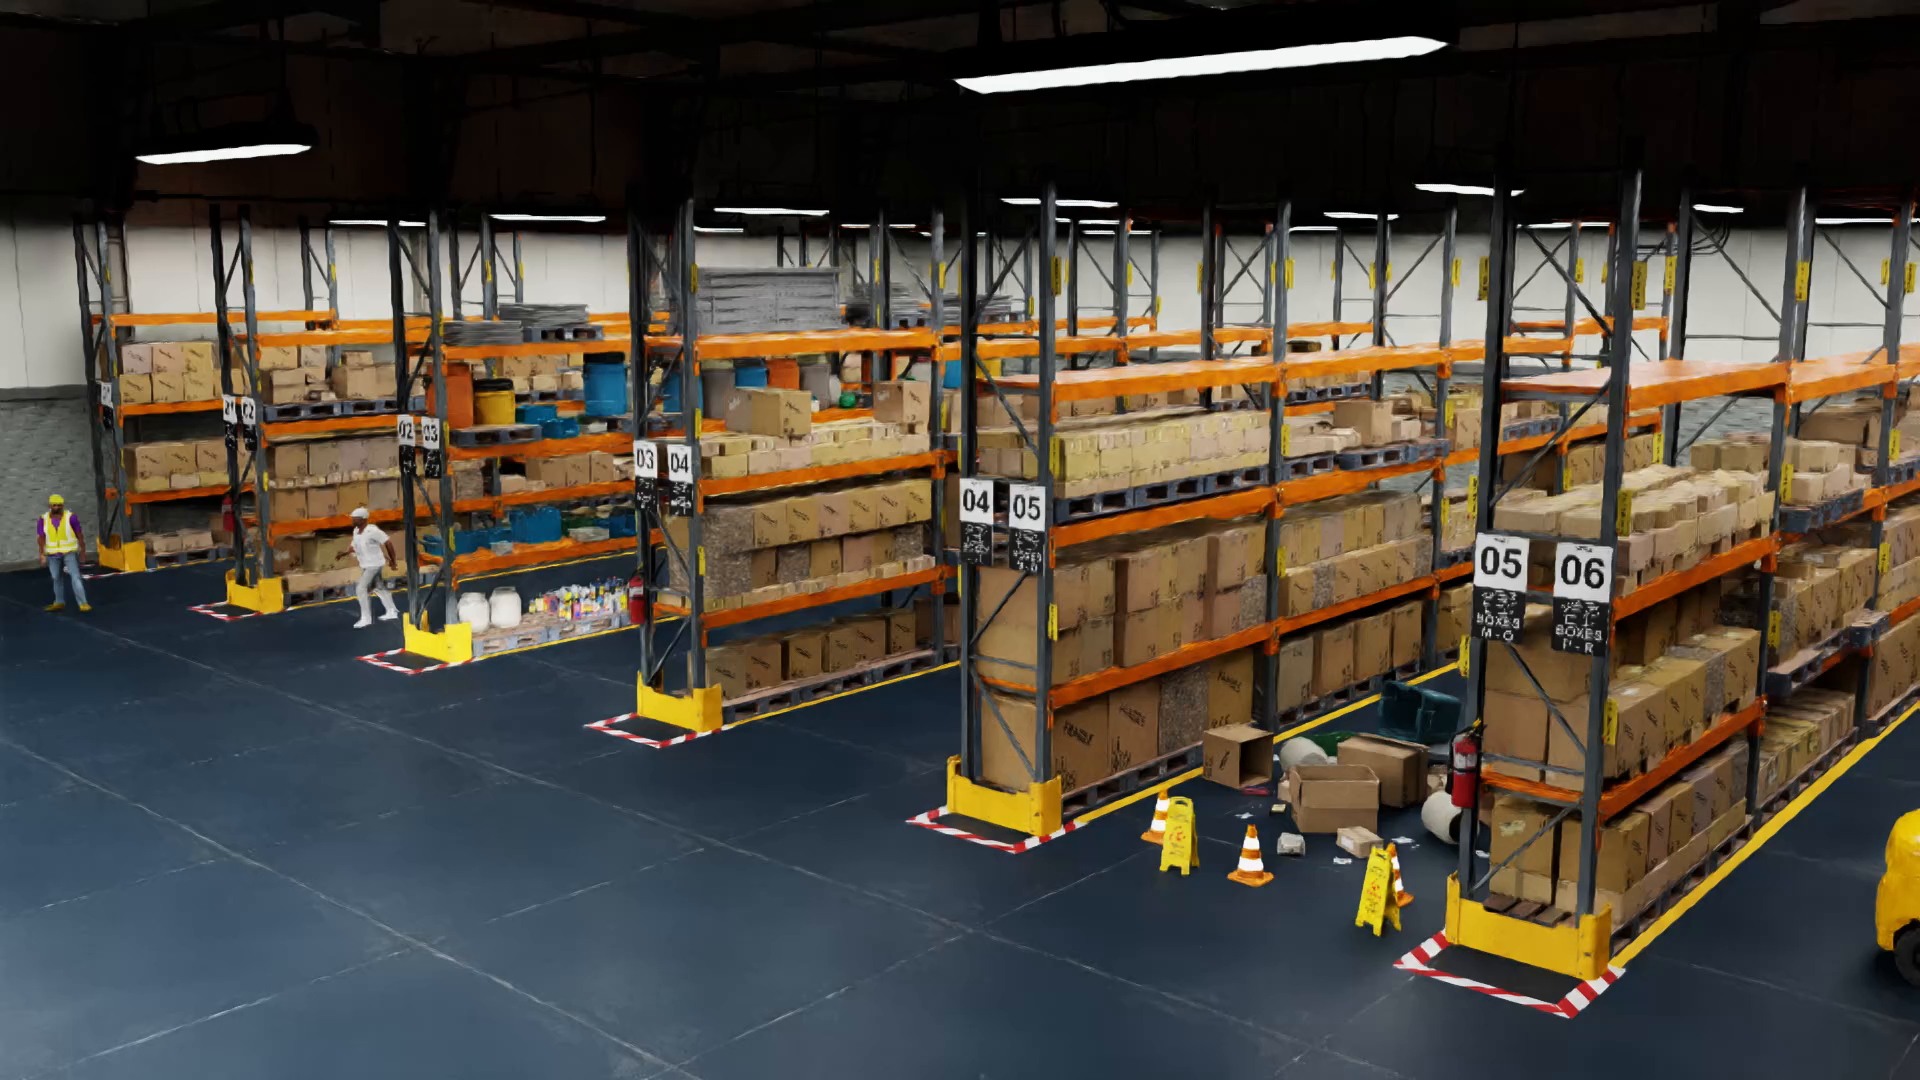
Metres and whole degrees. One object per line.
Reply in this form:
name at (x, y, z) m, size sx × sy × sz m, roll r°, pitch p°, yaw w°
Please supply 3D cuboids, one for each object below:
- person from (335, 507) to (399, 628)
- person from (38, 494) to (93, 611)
person at (-8.501, 0.360, 23.966) m, size 0.856 × 1.697 × 0.734 m, roll -9°, pitch 13°, yaw -43°
person at (-13.346, 0.182, 24.780) m, size 0.718 × 1.758 × 0.532 m, roll -3°, pitch 10°, yaw -16°
